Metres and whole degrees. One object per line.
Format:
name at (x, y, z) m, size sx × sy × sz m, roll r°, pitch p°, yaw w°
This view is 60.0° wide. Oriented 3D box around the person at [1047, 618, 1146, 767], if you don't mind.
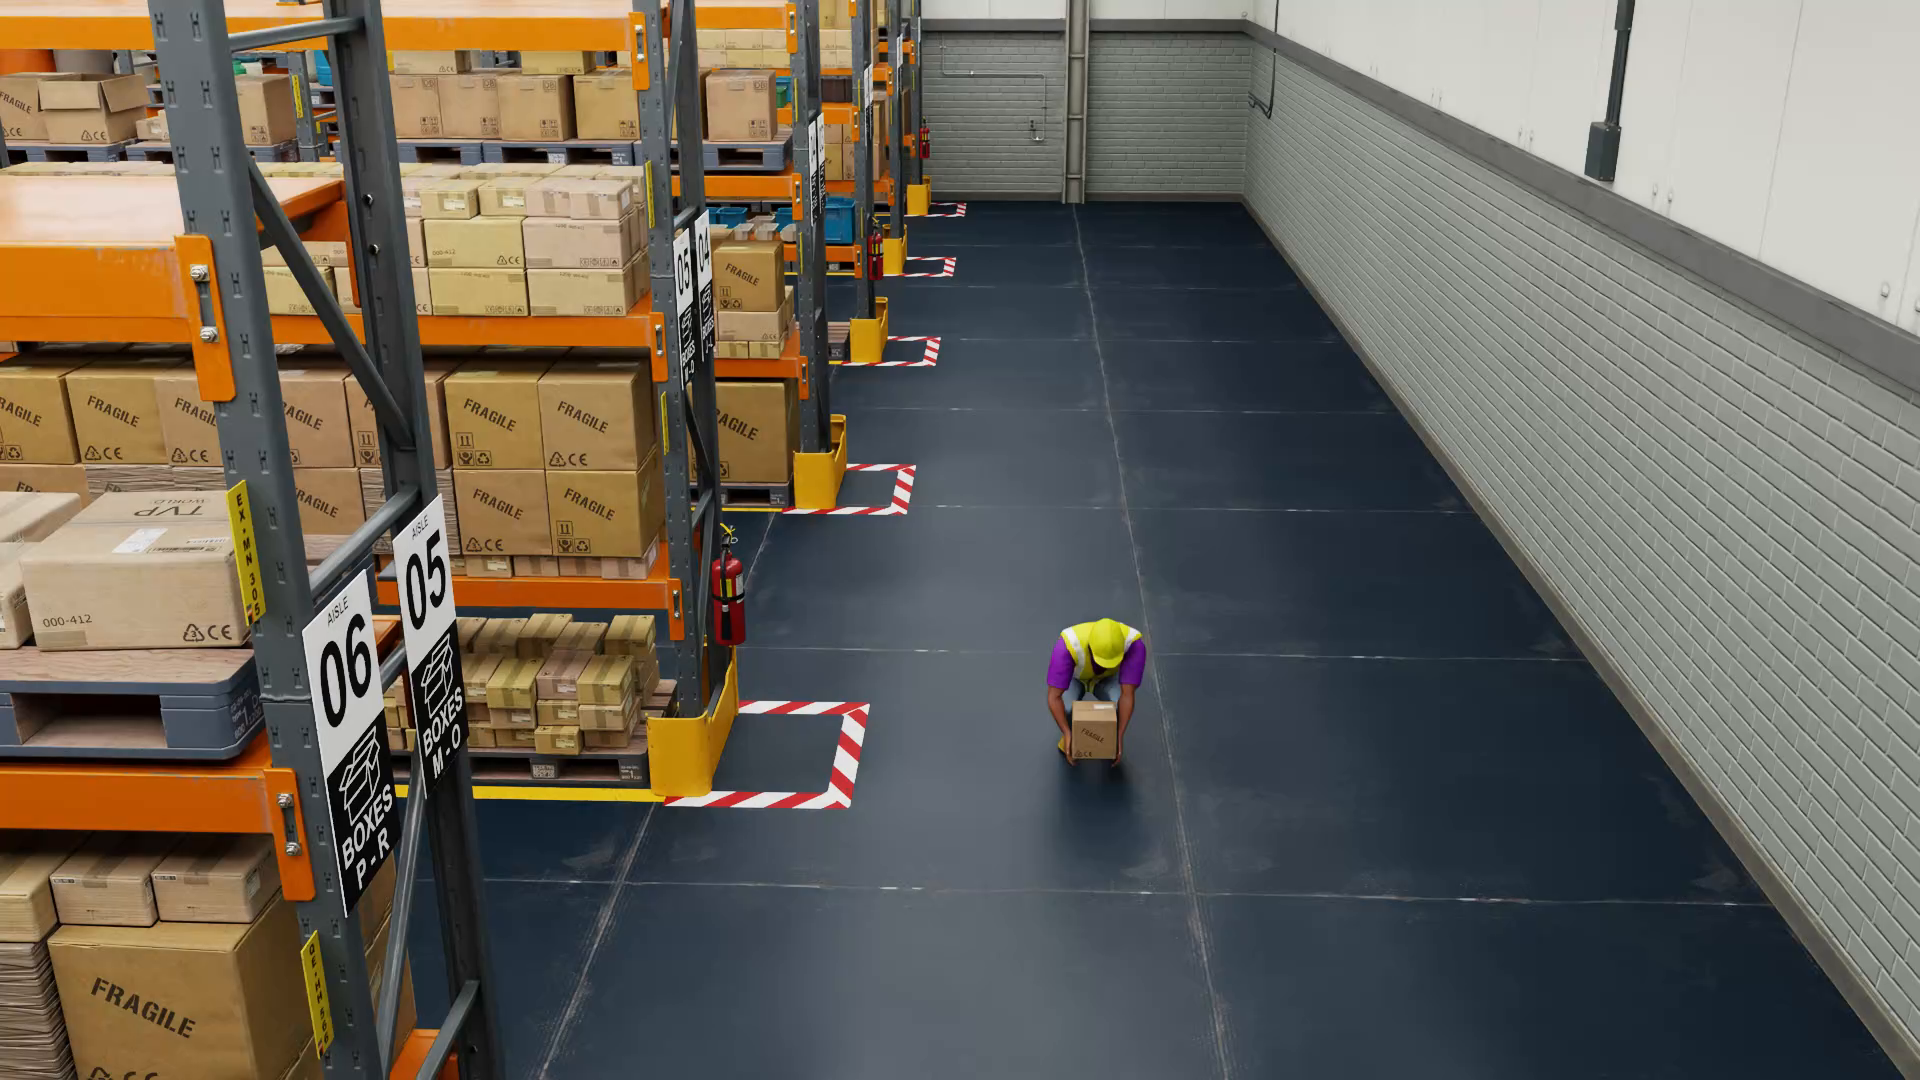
person at (0.809, 0.833, 9.943) m, size 0.584 × 0.994 × 0.884 m, roll 1°, pitch 21°, yaw 1°
